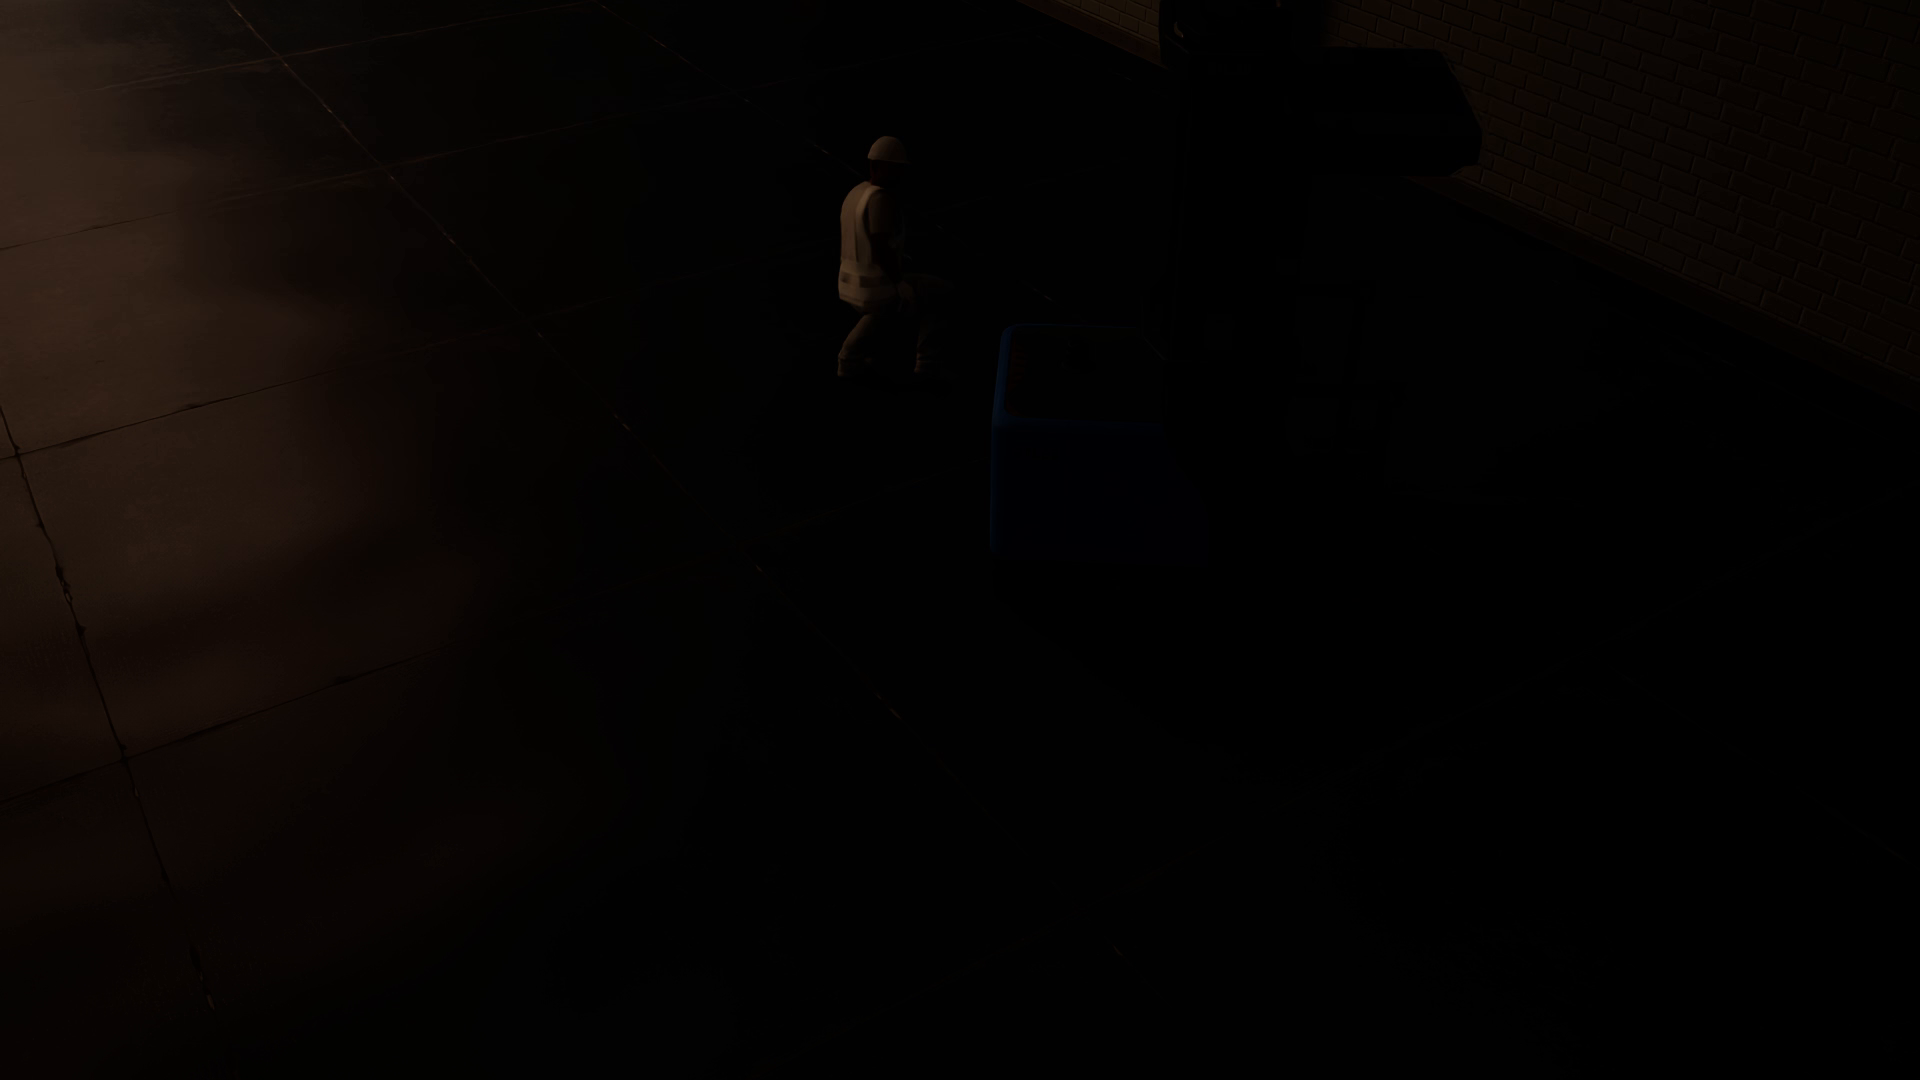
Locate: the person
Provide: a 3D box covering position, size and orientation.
[{"bbox_3d":[-0.368,-1.545,9.613,0.707,1.533,0.832,-24,42,-30],"label":"person"}]

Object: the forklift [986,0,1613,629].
[{"bbox_3d":[1.674,-1.085,7.692,3.031,2.935,1.130,2,35,4],"label":"forklift"}]
